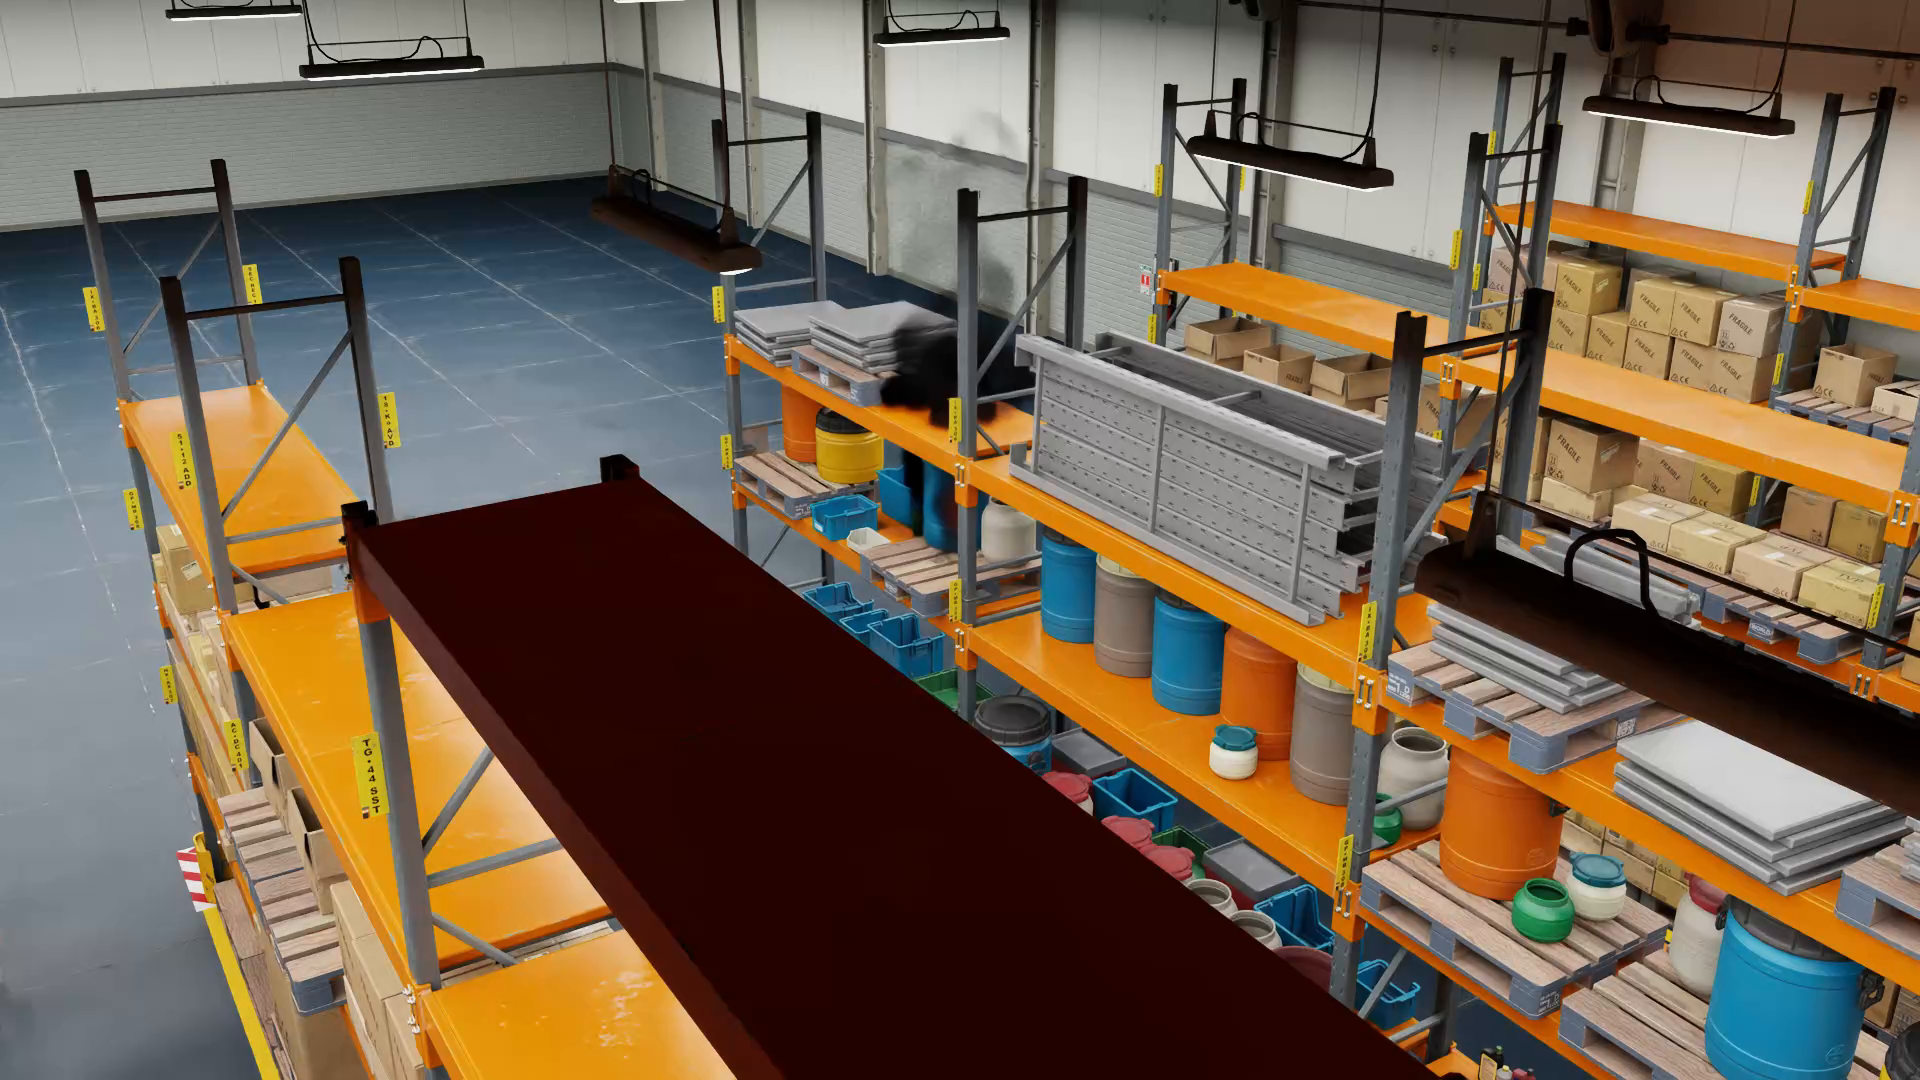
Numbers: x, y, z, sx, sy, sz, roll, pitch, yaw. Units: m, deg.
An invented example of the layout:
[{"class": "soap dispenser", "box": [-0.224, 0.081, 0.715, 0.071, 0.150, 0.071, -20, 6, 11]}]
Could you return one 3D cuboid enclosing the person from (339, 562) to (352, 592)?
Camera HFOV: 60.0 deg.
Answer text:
[{"class": "person", "box": [-6.373, 0.542, 17.890, 0.578, 1.648, 0.572, 3, 22, 8]}]
